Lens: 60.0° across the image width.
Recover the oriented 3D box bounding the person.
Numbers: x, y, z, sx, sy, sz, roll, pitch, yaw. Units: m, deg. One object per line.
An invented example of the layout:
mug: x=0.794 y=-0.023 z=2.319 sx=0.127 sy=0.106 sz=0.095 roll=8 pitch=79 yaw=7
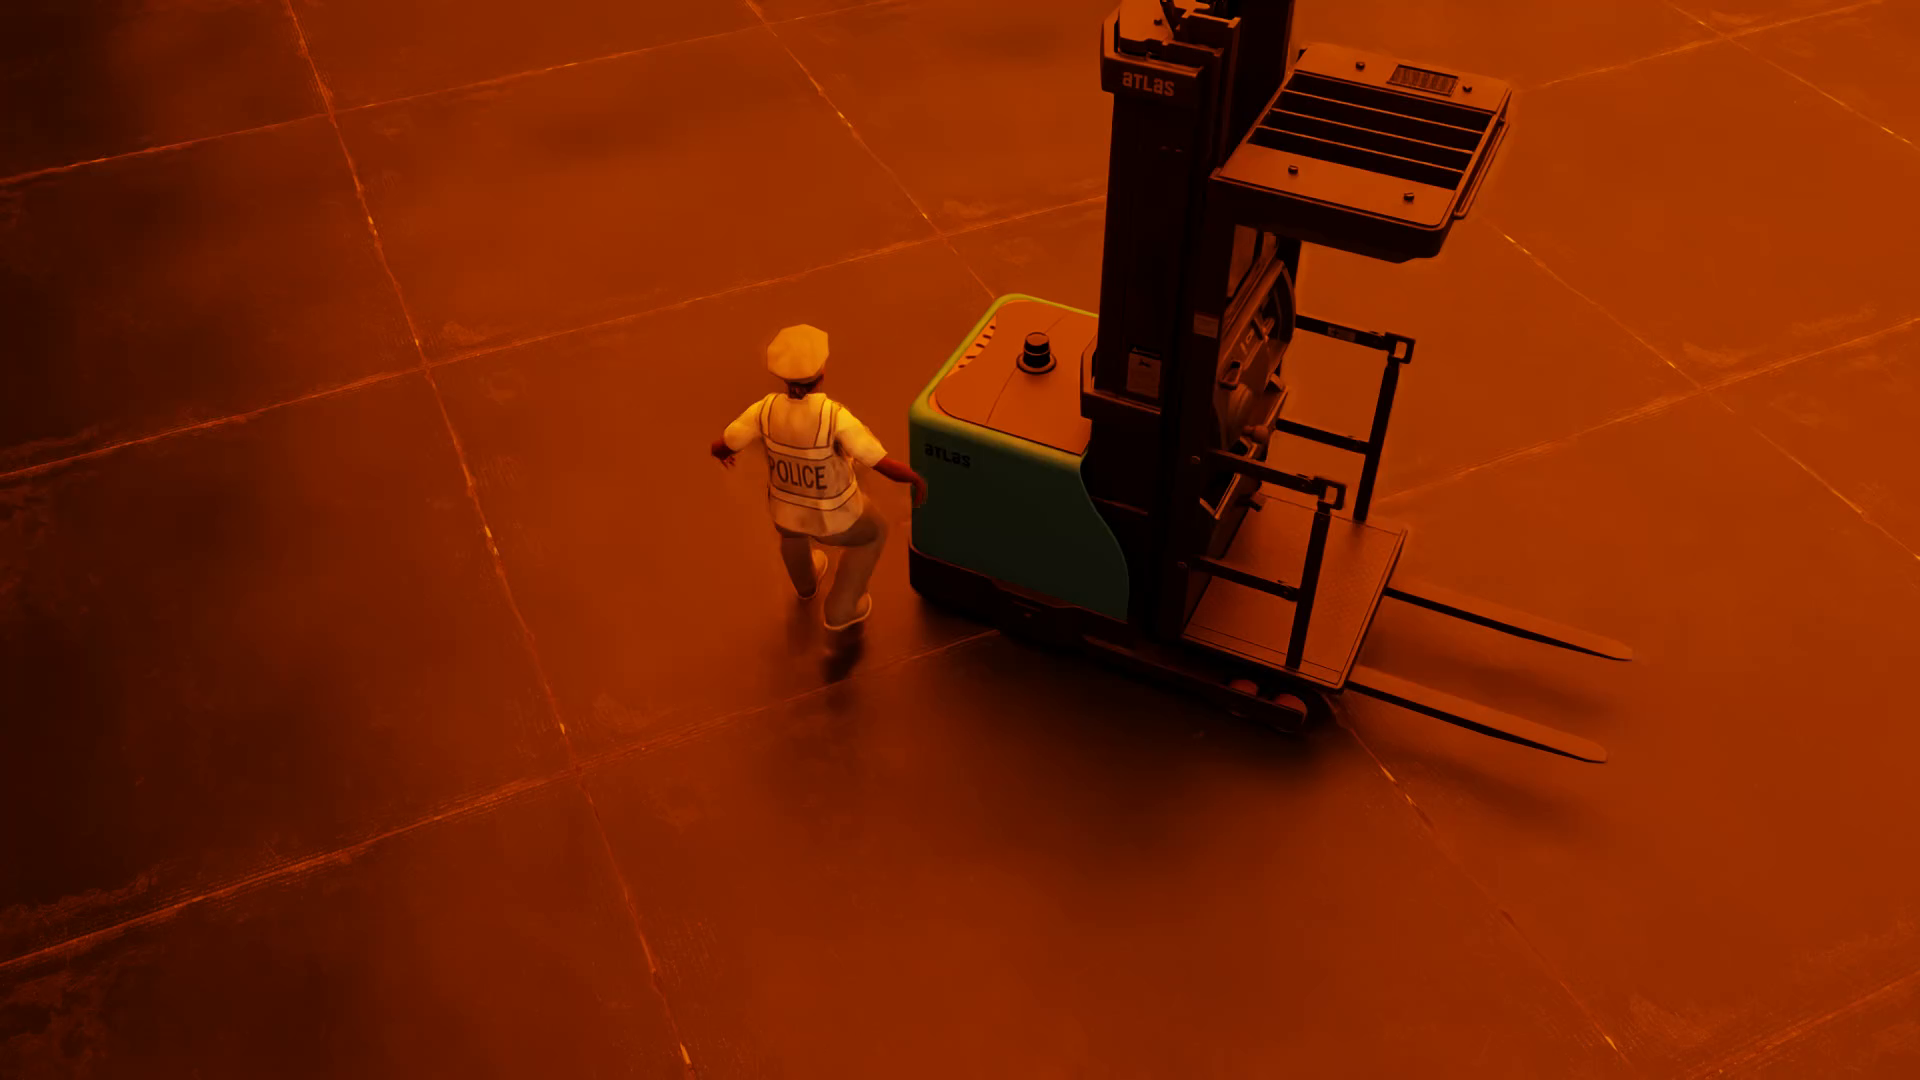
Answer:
person: x=-0.562 y=-0.250 z=6.933 sx=0.883 sy=1.609 sz=0.639 roll=14 pitch=45 yaw=15

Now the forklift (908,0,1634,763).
forklift: x=1.328 y=-0.683 z=6.412 sx=3.031 sy=2.935 sz=1.130 roll=18 pitch=46 yaw=18
